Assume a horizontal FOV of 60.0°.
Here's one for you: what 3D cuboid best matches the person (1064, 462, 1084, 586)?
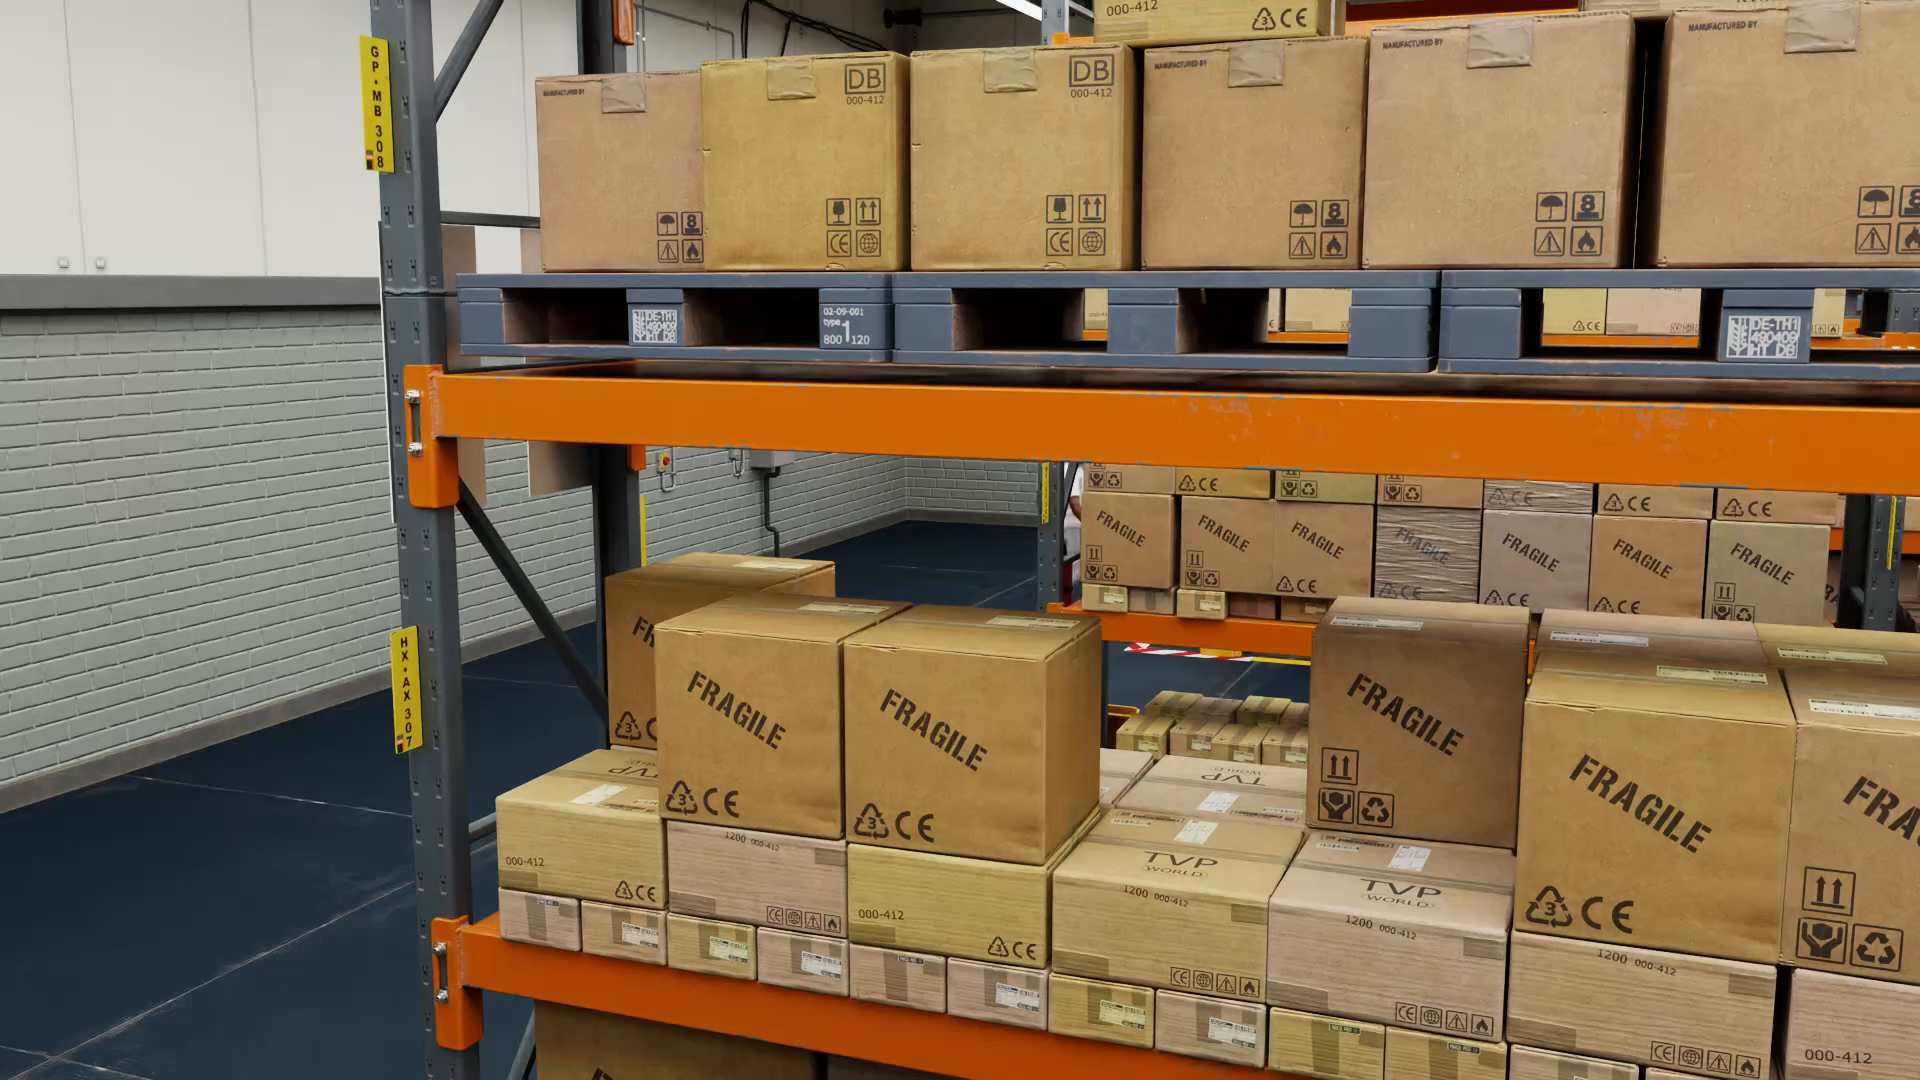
[{"bbox_3d":[1.141,-0.152,15.437,0.757,1.723,0.785,0,9,2],"label":"person"}]
